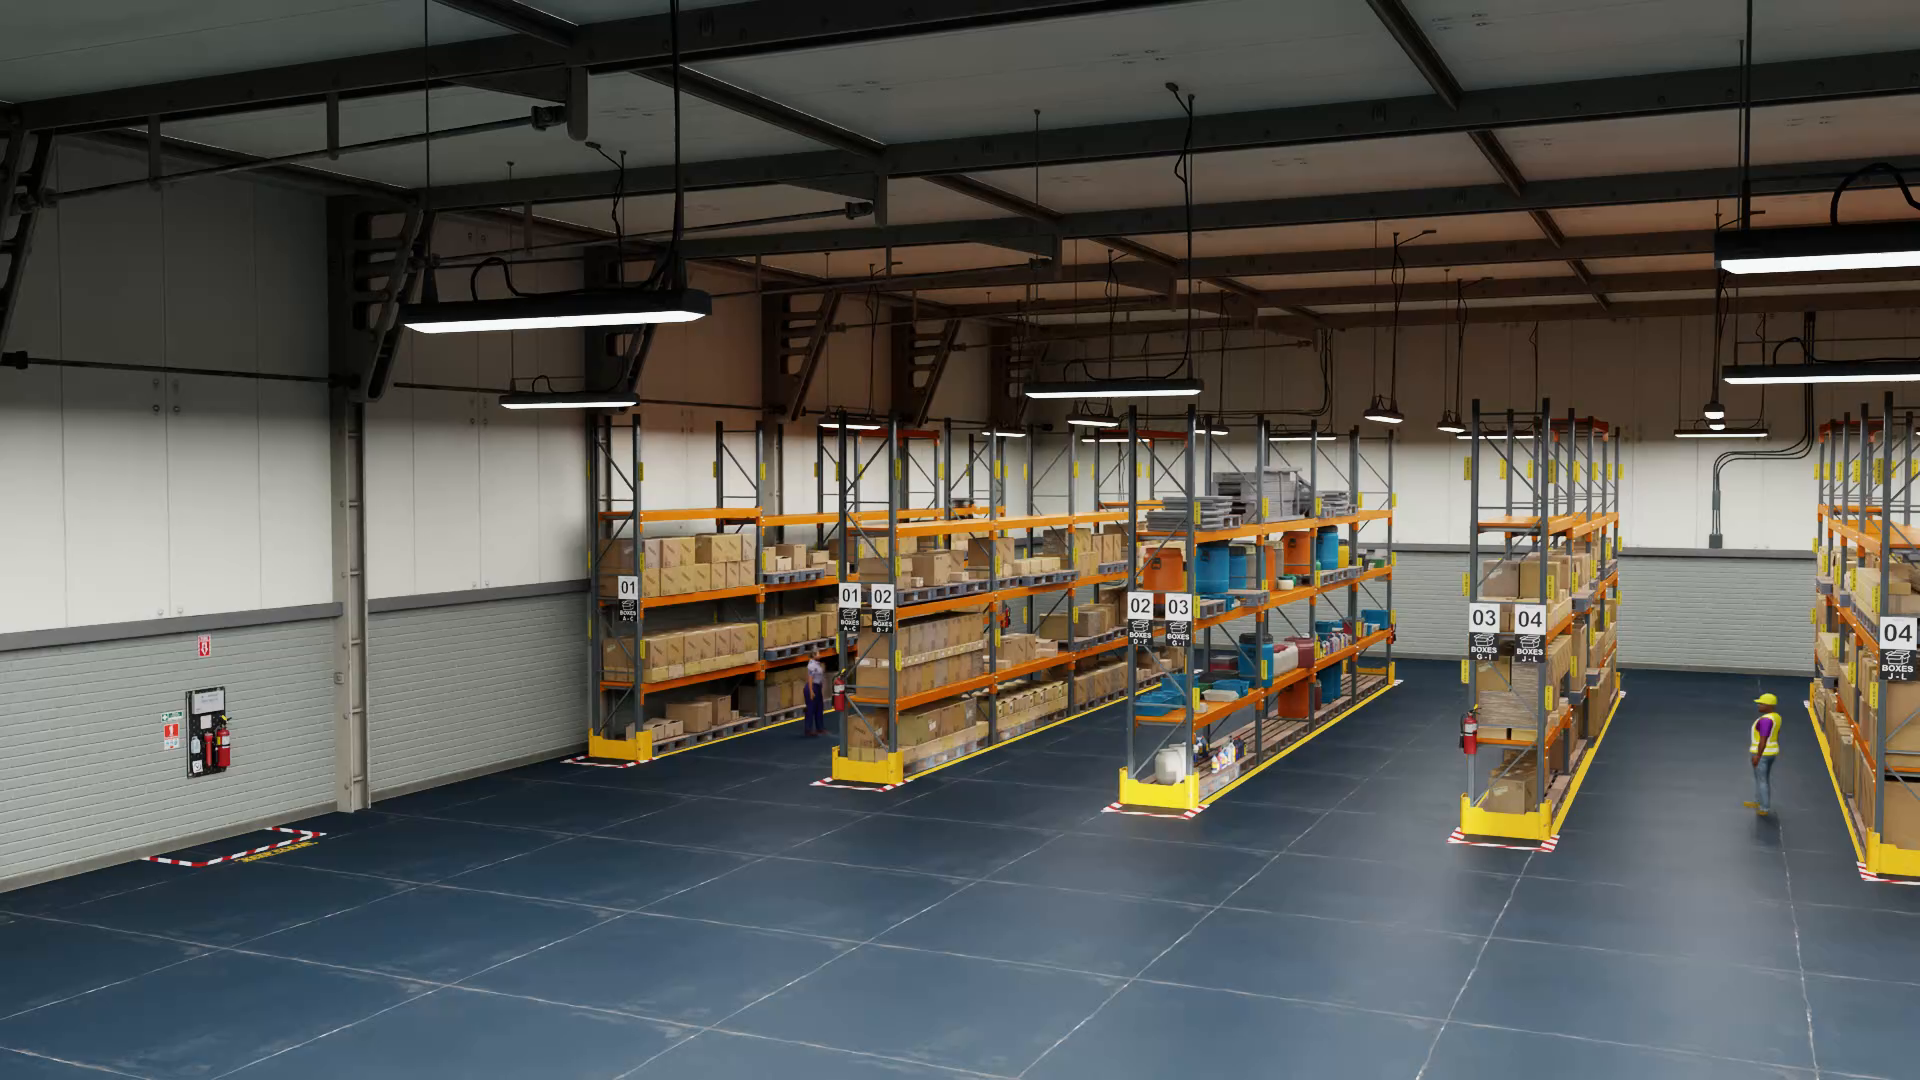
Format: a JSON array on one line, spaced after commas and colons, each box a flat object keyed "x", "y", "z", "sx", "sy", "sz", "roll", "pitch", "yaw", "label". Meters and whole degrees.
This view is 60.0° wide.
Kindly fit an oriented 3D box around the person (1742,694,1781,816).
[{"x": 11.741, "y": 3.123, "z": 24.446, "sx": 0.581, "sy": 1.762, "sz": 0.642, "roll": -1, "pitch": 3, "yaw": -32, "label": "person"}]

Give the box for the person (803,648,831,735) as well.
[{"x": -2.725, "y": 2.895, "z": 31.611, "sx": 0.471, "sy": 1.673, "sz": 0.534, "roll": 0, "pitch": 2, "yaw": 10, "label": "person"}]
